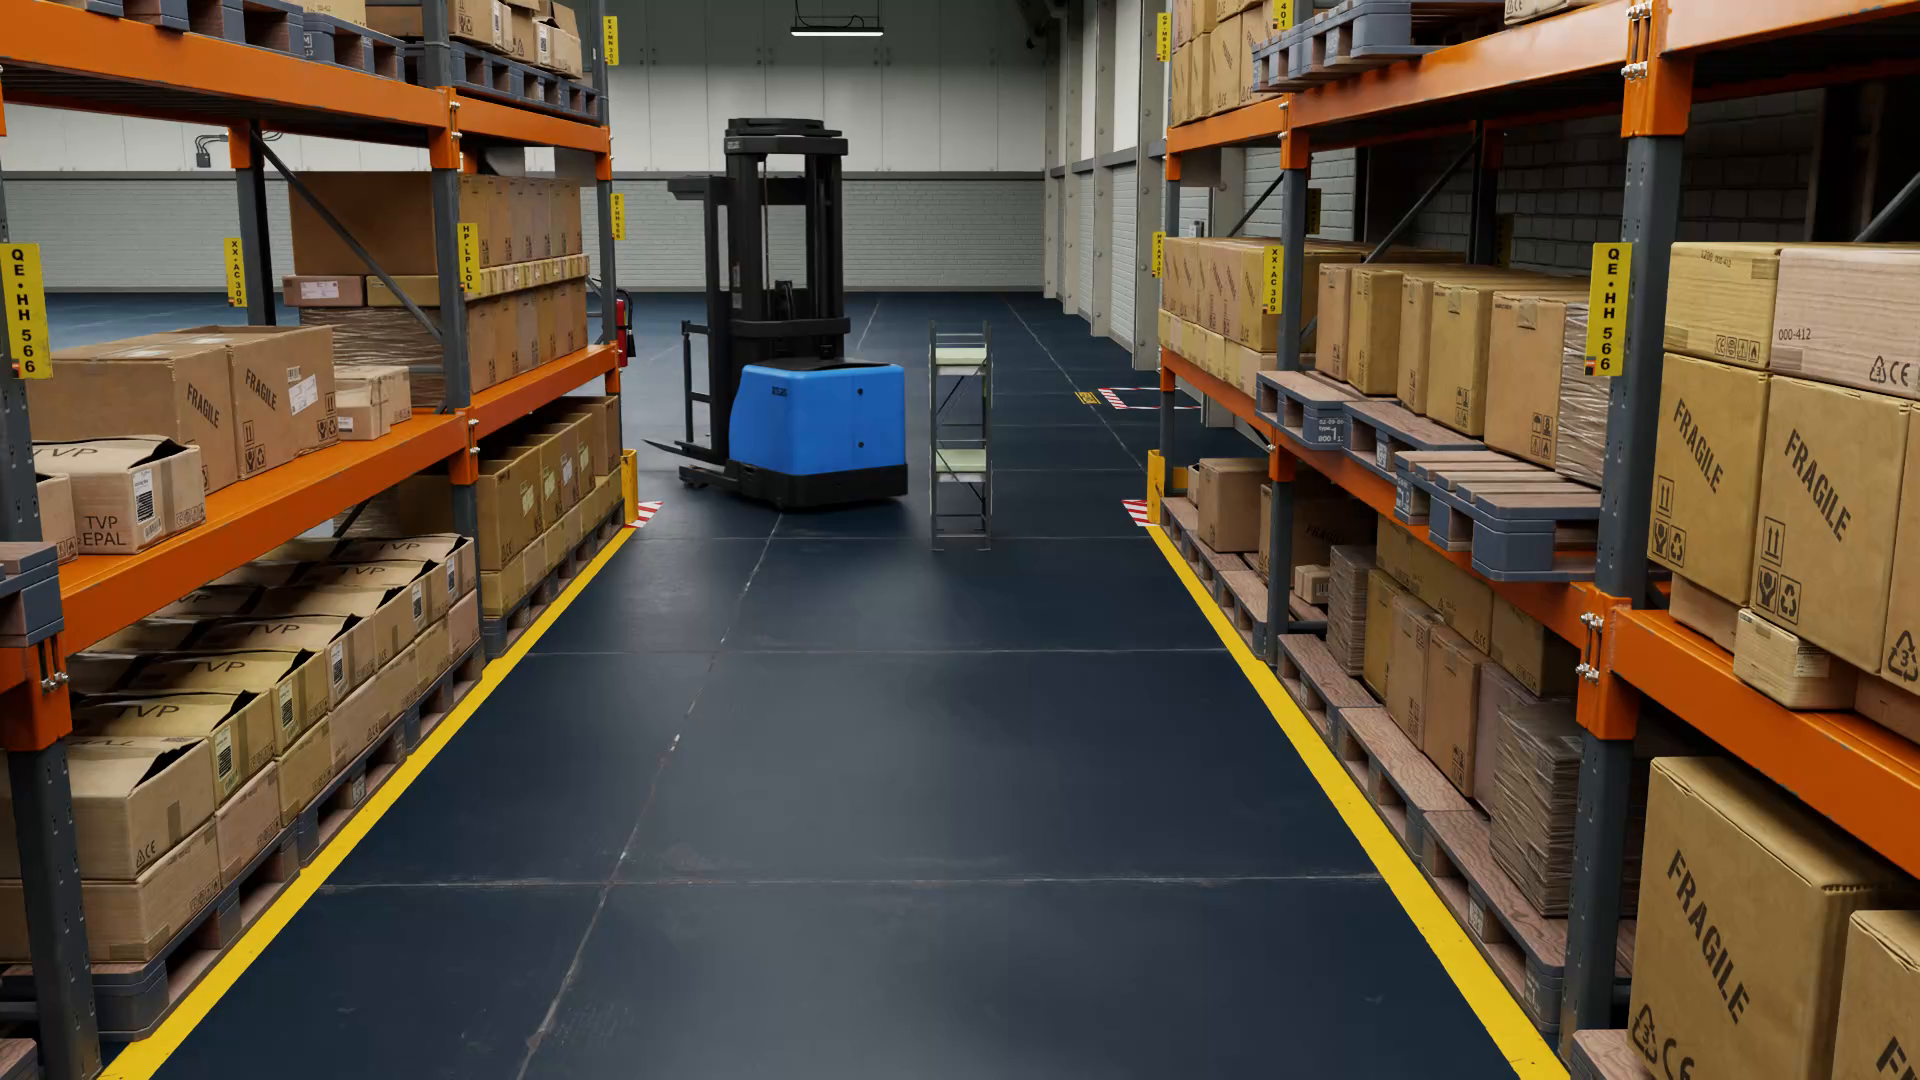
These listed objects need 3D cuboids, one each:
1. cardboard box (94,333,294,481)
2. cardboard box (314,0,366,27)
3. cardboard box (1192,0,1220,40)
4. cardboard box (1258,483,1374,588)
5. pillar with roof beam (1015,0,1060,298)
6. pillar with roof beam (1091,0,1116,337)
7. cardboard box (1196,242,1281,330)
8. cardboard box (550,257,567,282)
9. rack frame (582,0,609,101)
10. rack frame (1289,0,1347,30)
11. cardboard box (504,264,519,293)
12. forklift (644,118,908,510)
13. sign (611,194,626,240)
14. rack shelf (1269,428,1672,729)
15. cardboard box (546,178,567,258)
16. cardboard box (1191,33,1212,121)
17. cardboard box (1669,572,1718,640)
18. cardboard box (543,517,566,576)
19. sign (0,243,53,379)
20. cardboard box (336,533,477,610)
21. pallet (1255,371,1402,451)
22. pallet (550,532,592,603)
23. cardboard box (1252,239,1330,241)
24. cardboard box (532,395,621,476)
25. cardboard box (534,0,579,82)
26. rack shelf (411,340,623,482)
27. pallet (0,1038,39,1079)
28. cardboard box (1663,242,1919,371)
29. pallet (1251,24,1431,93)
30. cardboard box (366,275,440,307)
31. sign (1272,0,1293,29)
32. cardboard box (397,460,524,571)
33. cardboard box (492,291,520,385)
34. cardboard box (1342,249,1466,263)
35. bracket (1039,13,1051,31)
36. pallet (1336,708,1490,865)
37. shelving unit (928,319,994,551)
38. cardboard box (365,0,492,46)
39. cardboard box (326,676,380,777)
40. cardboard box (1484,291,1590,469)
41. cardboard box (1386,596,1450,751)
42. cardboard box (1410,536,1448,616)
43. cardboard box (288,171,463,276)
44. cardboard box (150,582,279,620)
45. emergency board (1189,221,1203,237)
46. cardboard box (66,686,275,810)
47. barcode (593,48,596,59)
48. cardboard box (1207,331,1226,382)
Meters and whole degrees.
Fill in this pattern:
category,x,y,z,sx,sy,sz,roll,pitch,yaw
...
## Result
category,x,y,z,sx,sy,sz,roll,pitch,yaw
cardboard box,-2.873,-0.508,6.269,0.500,0.500,0.500,0,11,-1
cardboard box,-2.890,-2.296,7.110,0.500,0.250,0.500,1,12,5
cardboard box,1.723,-3.372,10.276,0.500,0.500,0.500,0,11,0
cardboard box,1.998,-0.034,9.364,0.500,0.500,0.500,-1,12,-5
pillar with roof beam,-2.068,-10.383,40.105,9.100,9.000,0.548,0,11,-1
pillar with roof beam,-1.820,-7.997,28.347,9.100,9.000,0.400,0,11,-1
cardboard box,1.713,-1.537,10.030,0.500,0.500,0.500,0,11,1
cardboard box,-2.763,-1.750,10.759,0.380,0.149,0.250,0,11,0
rack frame,-2.976,-4.552,11.361,1.000,3.000,0.127,0,11,-1
rack frame,2.059,-3.778,7.546,1.000,3.000,0.127,0,11,-1
cardboard box,-2.736,-1.494,9.494,0.380,0.149,0.250,-1,11,-3
forklift,-1.674,-1.907,13.585,1.130,2.935,3.031,-8,14,-35
sign,-2.433,-2.294,11.817,0.100,0.325,0.005,0,11,-1
rack shelf,2.100,-0.087,6.255,1.077,0.370,4.000,0,11,-1
cardboard box,-2.962,-2.088,10.794,0.700,0.500,0.500,-1,11,-3
cardboard box,1.724,-2.884,10.383,0.500,0.500,0.500,0,11,1
cardboard box,1.917,0.137,3.919,0.380,0.149,0.250,0,11,-2
cardboard box,-2.610,0.033,9.711,0.500,0.250,0.500,0,11,-1
sign,-2.268,-0.554,4.032,0.100,0.325,0.005,0,11,-1
cardboard box,-2.598,0.130,7.824,0.500,0.311,0.500,0,11,-1
pallet,1.929,-0.591,7.410,1.003,0.211,1.213,0,11,-1
pallet,-2.896,0.149,10.294,1.003,0.211,1.213,0,11,-1
cardboard box,2.199,-1.743,11.049,0.500,0.500,0.500,0,11,0
cardboard box,-2.668,-0.732,11.596,0.500,0.500,0.500,0,11,-1
cardboard box,-2.968,-3.292,11.031,0.797,0.503,0.637,1,11,3
rack shelf,-2.935,-0.861,10.070,1.077,0.370,4.000,0,11,-1
pallet,-2.833,1.494,3.664,1.003,0.211,1.213,0,11,-1
cardboard box,1.894,-0.517,3.629,0.500,0.250,0.500,0,11,0
pallet,1.965,-2.092,7.256,1.213,0.211,1.003,0,11,-1
cardboard box,-2.705,-1.237,8.231,0.380,0.149,0.250,0,11,-1
sign,1.517,-2.557,7.774,0.100,0.325,0.005,0,11,-1
cardboard box,-2.590,-0.136,8.656,0.500,0.500,0.500,0,11,-1
cardboard box,-2.933,-1.158,9.472,0.700,0.500,0.500,0,11,0
cardboard box,2.258,-1.236,8.546,0.500,0.500,0.500,-1,11,-2
bracket,1.943,-11.569,36.896,0.076,0.066,4.783,0,11,-1
pallet,2.105,0.927,6.459,1.003,0.211,1.213,0,11,-1
shelving unit,0.000,-0.736,11.417,0.431,1.500,0.755,0,11,-1
cardboard box,-2.640,-2.711,8.174,0.500,0.500,0.500,1,11,4
cardboard box,-2.566,0.710,6.374,0.500,0.250,0.500,0,11,0
cardboard box,2.083,-0.511,5.177,0.700,0.500,0.500,-1,12,-7
cardboard box,2.122,0.522,6.621,0.700,0.500,0.500,0,11,-1
cardboard box,2.118,0.142,6.611,0.500,0.250,0.500,-1,11,-3
cardboard box,-2.909,-1.589,8.334,0.700,0.500,0.500,0,11,-1
cardboard box,-3.117,0.336,6.807,0.500,0.311,0.500,-1,11,-3
emergency board,2.719,-3.181,19.695,0.194,1.169,0.643,0,11,-1
cardboard box,-2.547,0.636,5.329,0.500,0.311,0.500,-1,11,-3
barcode,-2.488,-3.308,11.316,0.001,0.075,0.075,0,11,-1
cardboard box,1.718,-1.066,9.594,0.500,0.250,0.500,0,11,-1
